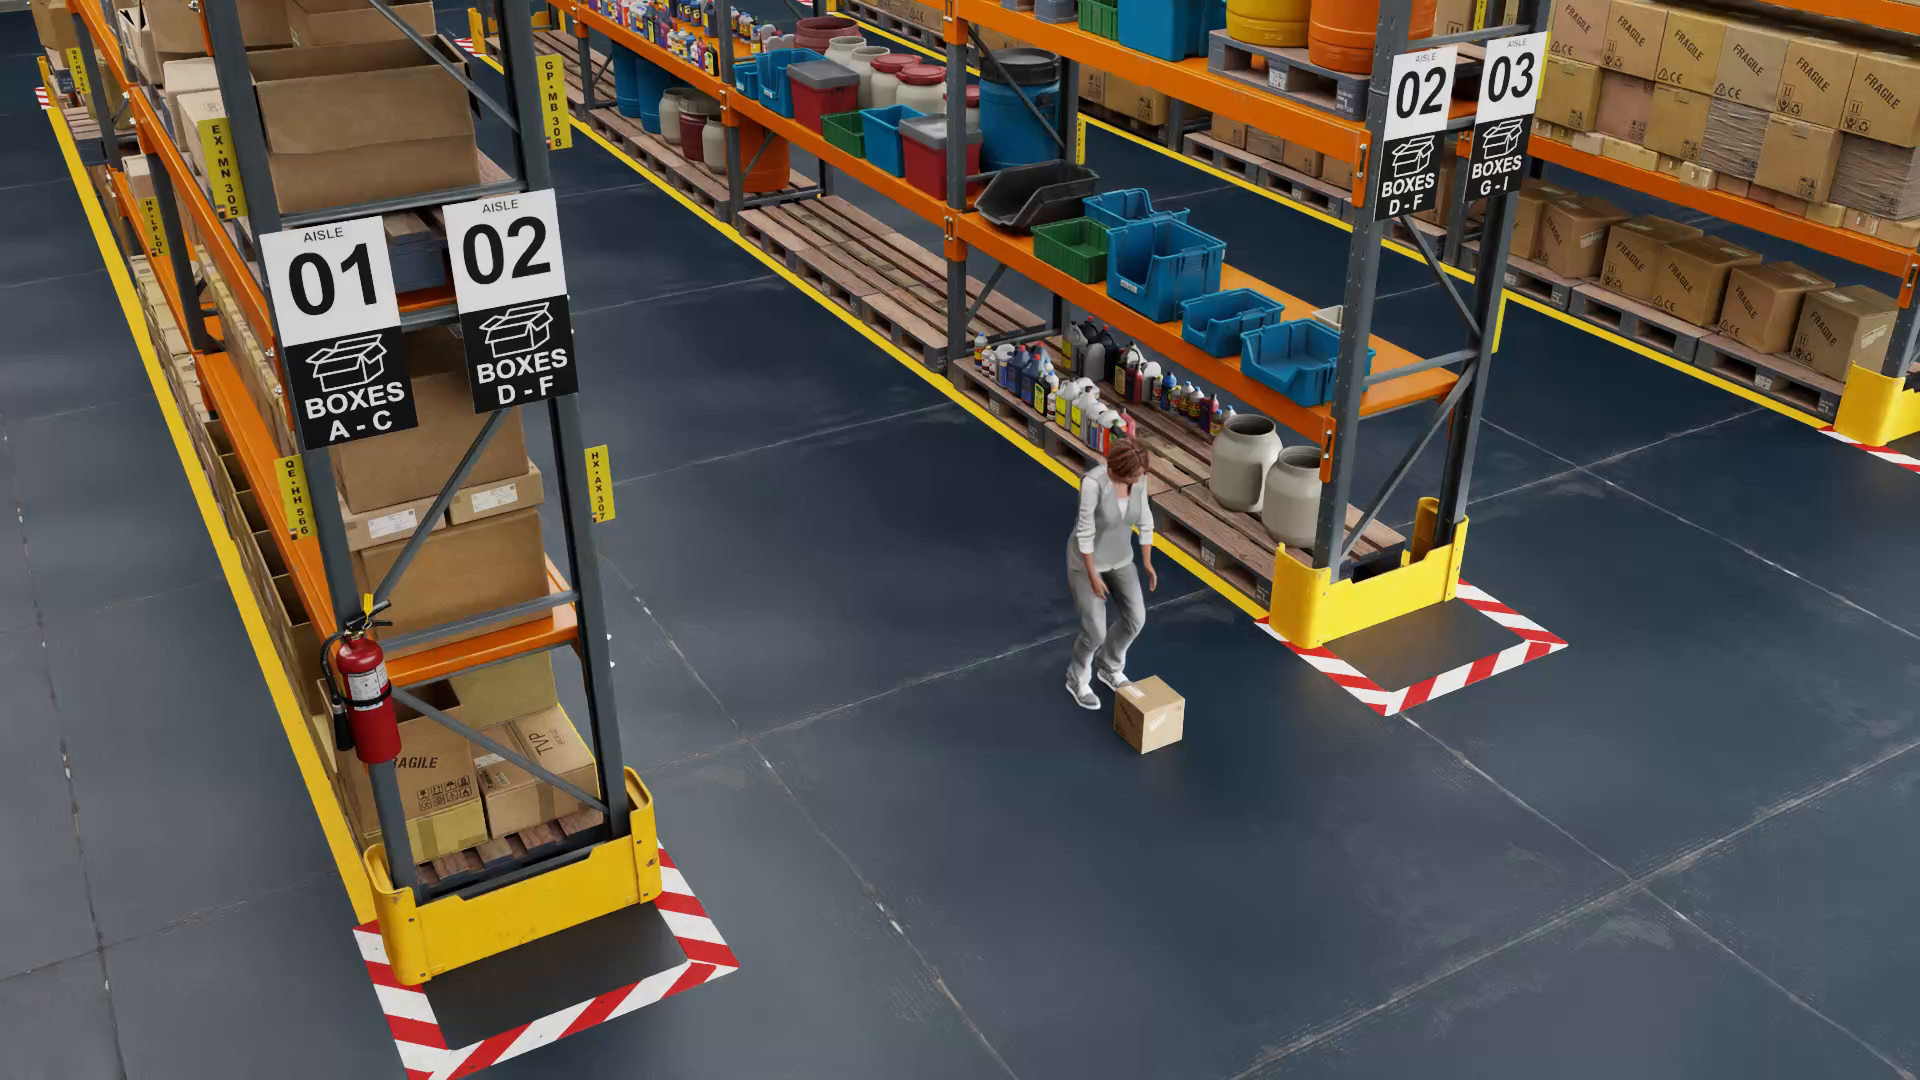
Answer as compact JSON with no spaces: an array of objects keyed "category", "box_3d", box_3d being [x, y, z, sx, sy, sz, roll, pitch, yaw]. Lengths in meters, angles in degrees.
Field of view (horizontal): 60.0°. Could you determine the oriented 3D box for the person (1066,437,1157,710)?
[{"category":"person","box_3d":[0.762,0.141,8.408,0.437,1.511,0.436,-15,33,-25]}]
